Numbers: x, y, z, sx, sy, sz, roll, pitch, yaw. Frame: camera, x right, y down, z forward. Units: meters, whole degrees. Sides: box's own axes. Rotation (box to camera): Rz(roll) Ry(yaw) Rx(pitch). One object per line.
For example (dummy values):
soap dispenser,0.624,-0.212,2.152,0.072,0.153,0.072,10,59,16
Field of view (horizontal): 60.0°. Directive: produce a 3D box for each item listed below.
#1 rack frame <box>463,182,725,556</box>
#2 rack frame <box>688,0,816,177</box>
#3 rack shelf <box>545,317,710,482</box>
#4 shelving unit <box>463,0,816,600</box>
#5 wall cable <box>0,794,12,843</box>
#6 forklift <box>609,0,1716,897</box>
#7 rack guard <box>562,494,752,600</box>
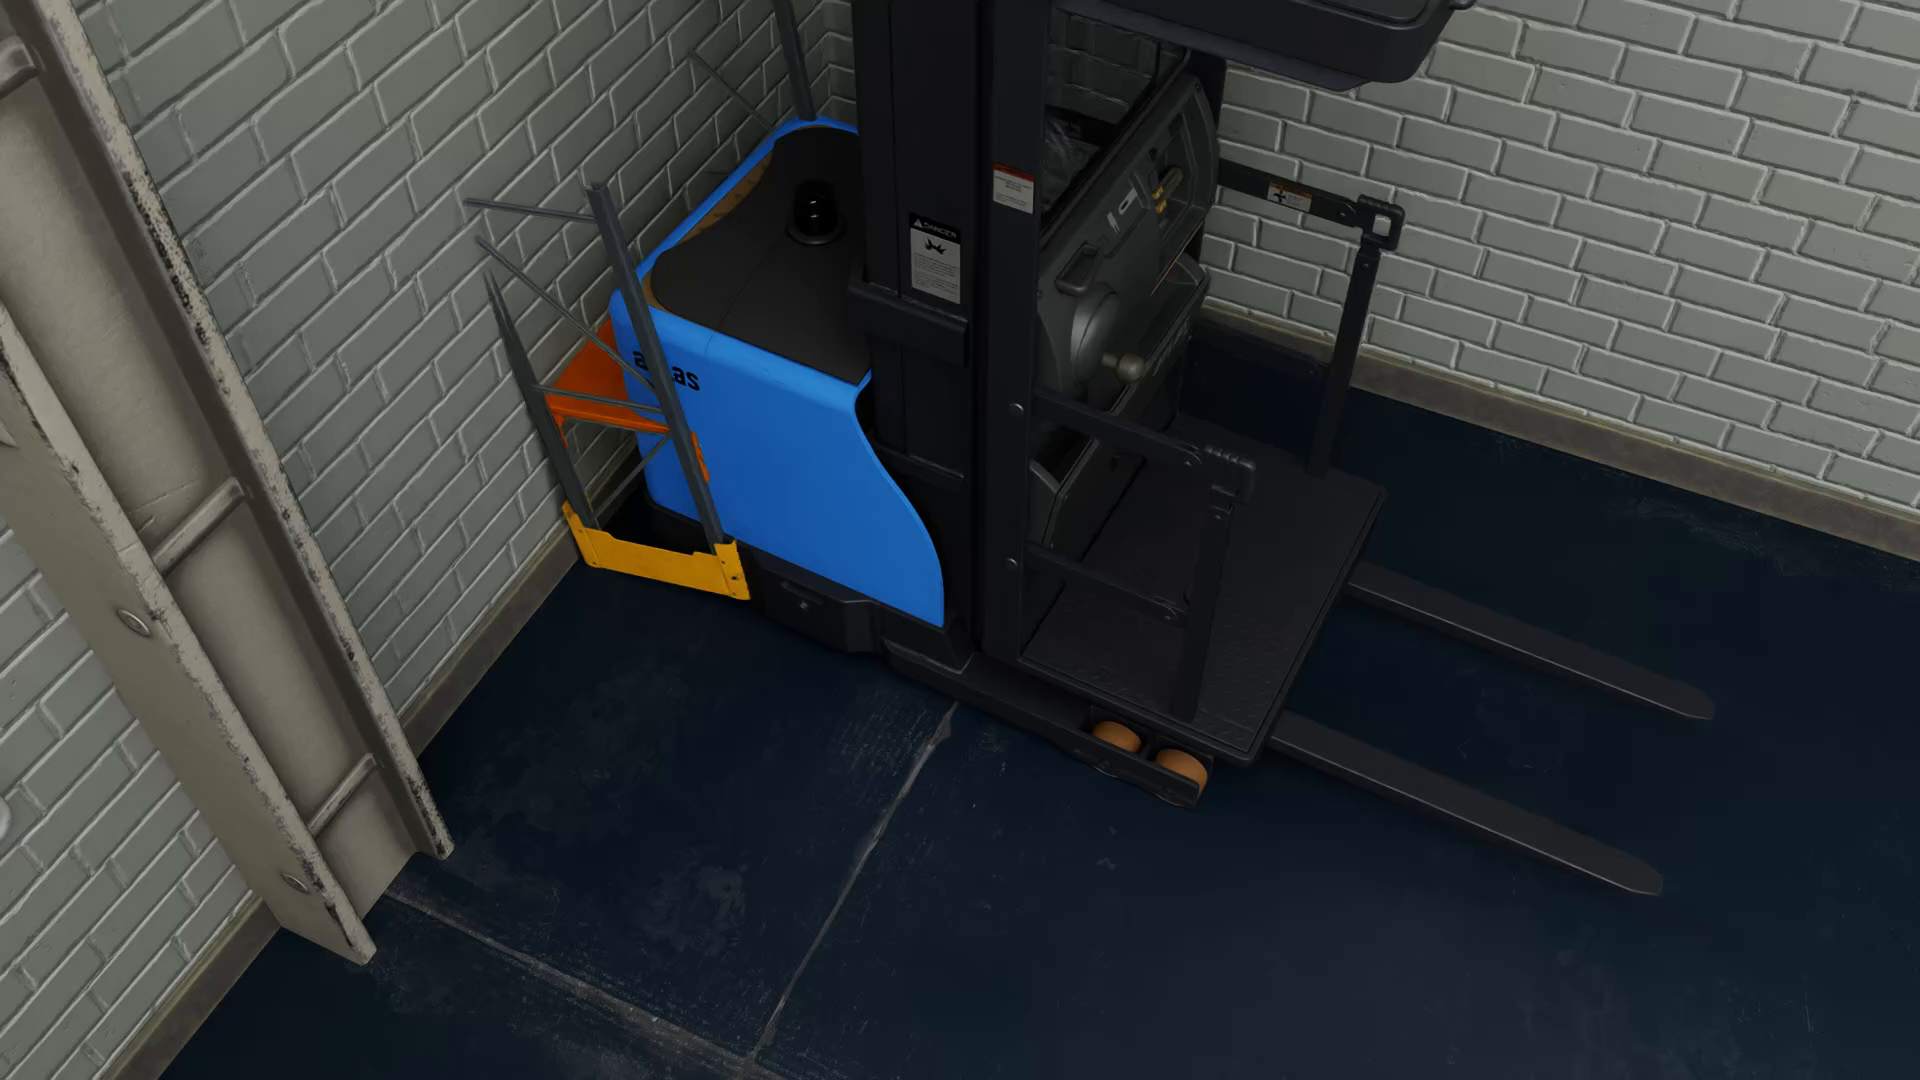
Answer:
rack frame,-0.984,-0.381,4.554,0.500,1.500,0.032,11,51,18
rack frame,-0.632,-1.120,5.157,0.500,1.500,0.032,11,51,18
rack shelf,-0.787,-0.632,4.989,0.538,0.185,1.000,11,51,18
shelving unit,-0.805,-0.757,4.861,0.587,1.500,1.083,11,51,18
wall cable,-2.278,0.568,2.130,0.084,1.984,1.851,20,52,16
forklift,0.591,-0.680,3.904,3.031,2.935,1.130,22,53,18
rack guard,-0.903,0.018,5.029,0.587,0.250,0.087,11,51,18
